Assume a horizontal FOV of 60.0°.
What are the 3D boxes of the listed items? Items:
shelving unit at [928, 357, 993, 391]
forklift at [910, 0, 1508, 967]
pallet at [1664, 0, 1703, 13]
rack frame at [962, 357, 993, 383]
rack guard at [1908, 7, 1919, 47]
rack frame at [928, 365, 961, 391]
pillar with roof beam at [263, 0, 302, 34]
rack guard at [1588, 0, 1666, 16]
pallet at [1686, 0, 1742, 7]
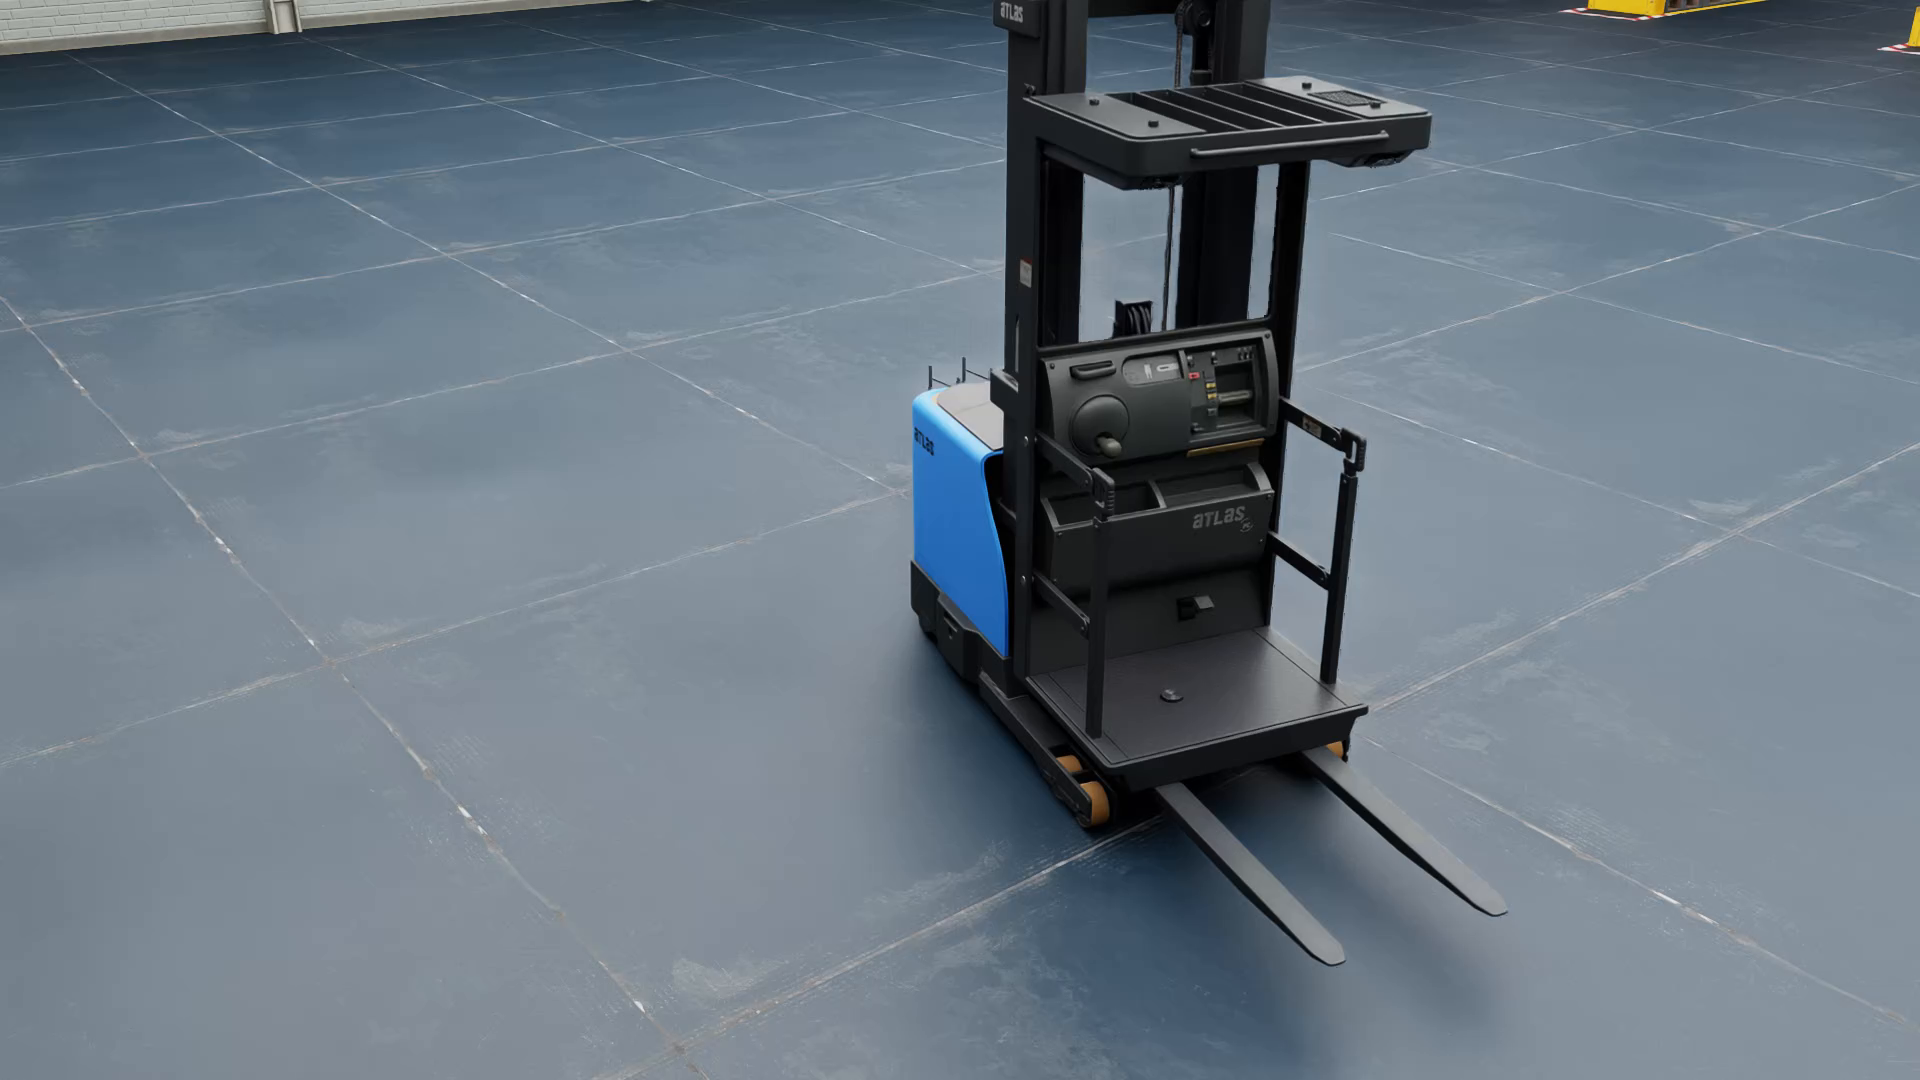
[{"bbox_3d":[0.006,-0.410,8.065,0.210,0.900,0.258,-18,31,-34],"label":"shelving unit"},{"bbox_3d":[0.823,-0.495,5.834,1.130,2.935,3.031,-10,27,-21],"label":"forklift"},{"bbox_3d":[11.131,-8.650,26.636,1.213,0.211,1.003,-18,31,-34],"label":"pallet"},{"bbox_3d":[0.086,-0.437,8.122,0.006,0.900,0.240,-18,31,-34],"label":"rack frame"},{"bbox_3d":[13.573,-6.915,22.556,0.348,0.500,1.175,-18,31,-34],"label":"rack guard"},{"bbox_3d":[-0.074,-0.384,8.008,0.006,0.900,0.240,-18,31,-34],"label":"rack frame"},{"bbox_3d":[-7.147,-10.039,19.192,0.400,9.000,9.100,-18,31,-34],"label":"pillar with roof beam"},{"bbox_3d":[10.488,-8.571,26.125,0.348,0.500,1.175,-18,31,-34],"label":"rack guard"},{"bbox_3d":[12.090,-8.965,27.315,1.213,0.211,1.003,-18,31,-34],"label":"pallet"}]
